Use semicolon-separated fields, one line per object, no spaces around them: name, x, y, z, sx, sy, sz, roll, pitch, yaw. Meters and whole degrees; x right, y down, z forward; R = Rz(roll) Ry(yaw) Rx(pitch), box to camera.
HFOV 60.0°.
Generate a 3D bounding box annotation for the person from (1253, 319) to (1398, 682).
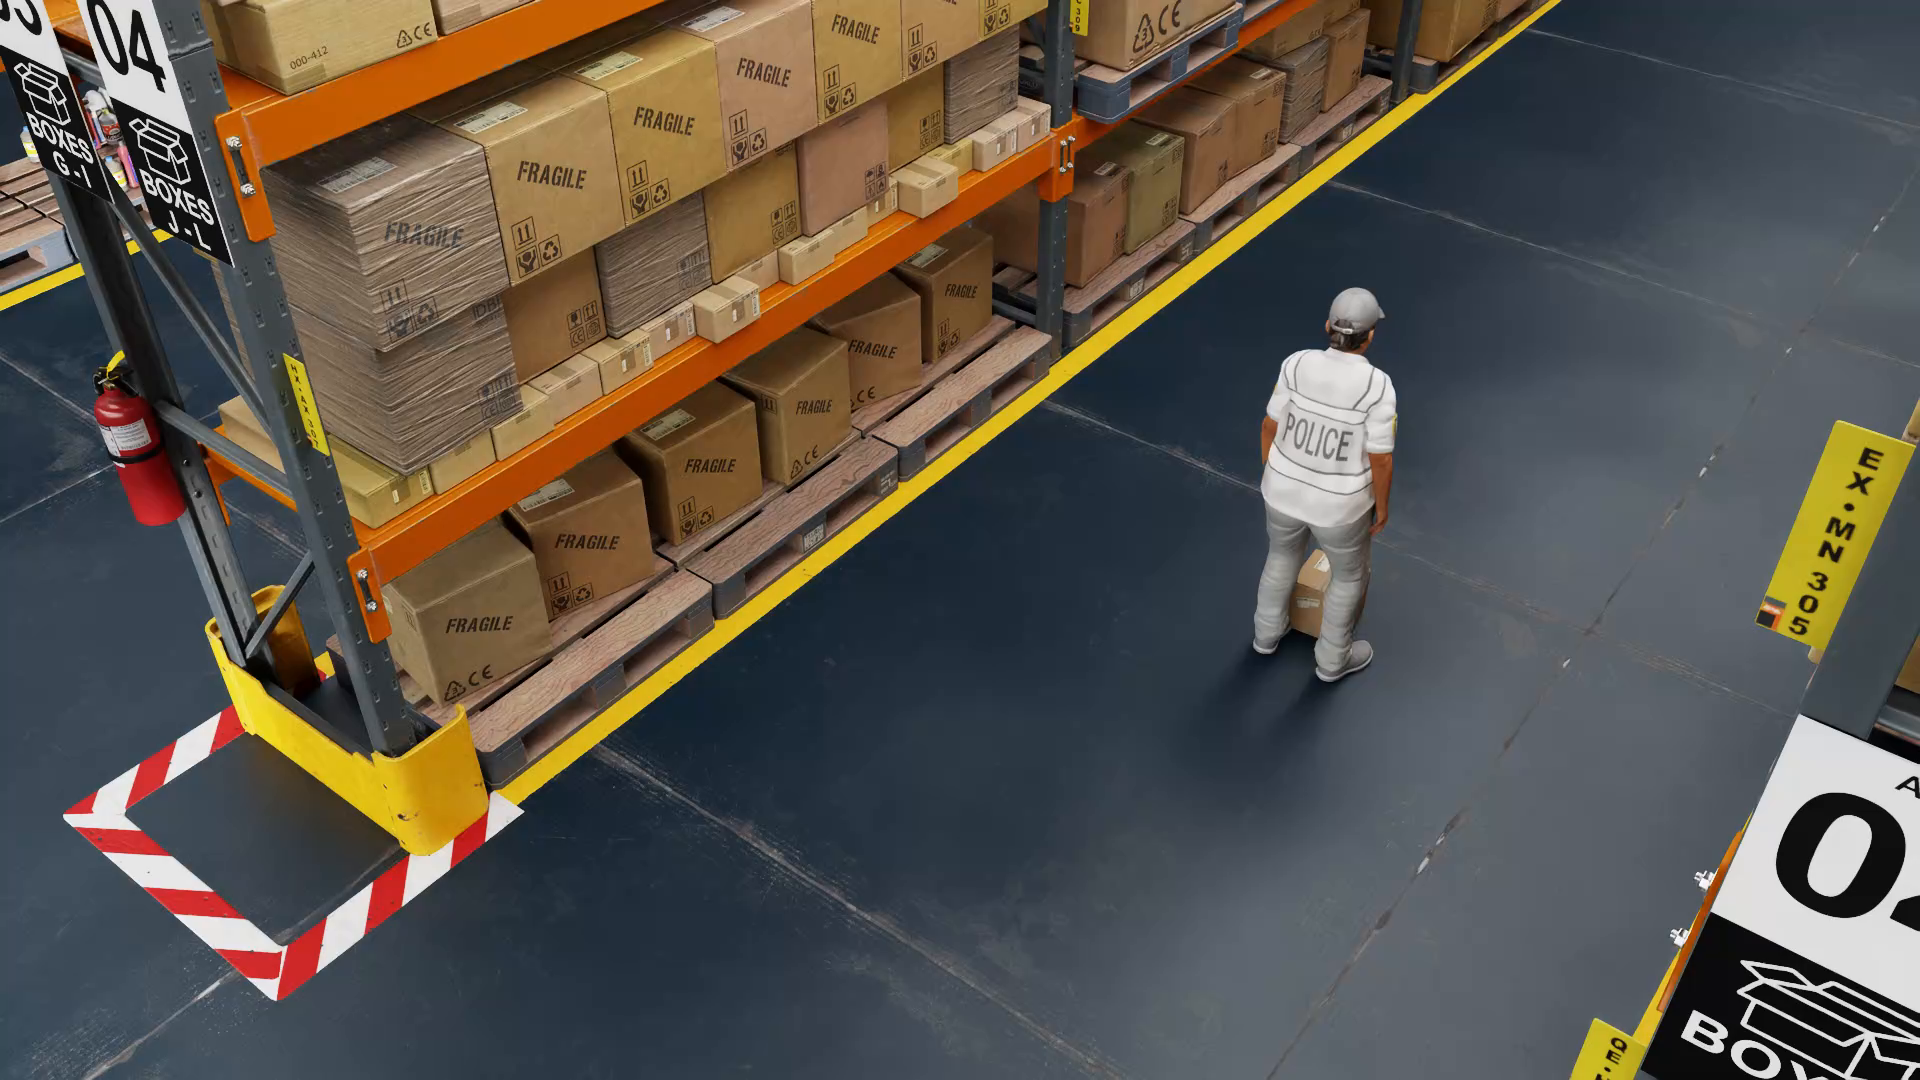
person;1.394;-0.170;6.371;0.551;1.650;0.402;24;45;26
